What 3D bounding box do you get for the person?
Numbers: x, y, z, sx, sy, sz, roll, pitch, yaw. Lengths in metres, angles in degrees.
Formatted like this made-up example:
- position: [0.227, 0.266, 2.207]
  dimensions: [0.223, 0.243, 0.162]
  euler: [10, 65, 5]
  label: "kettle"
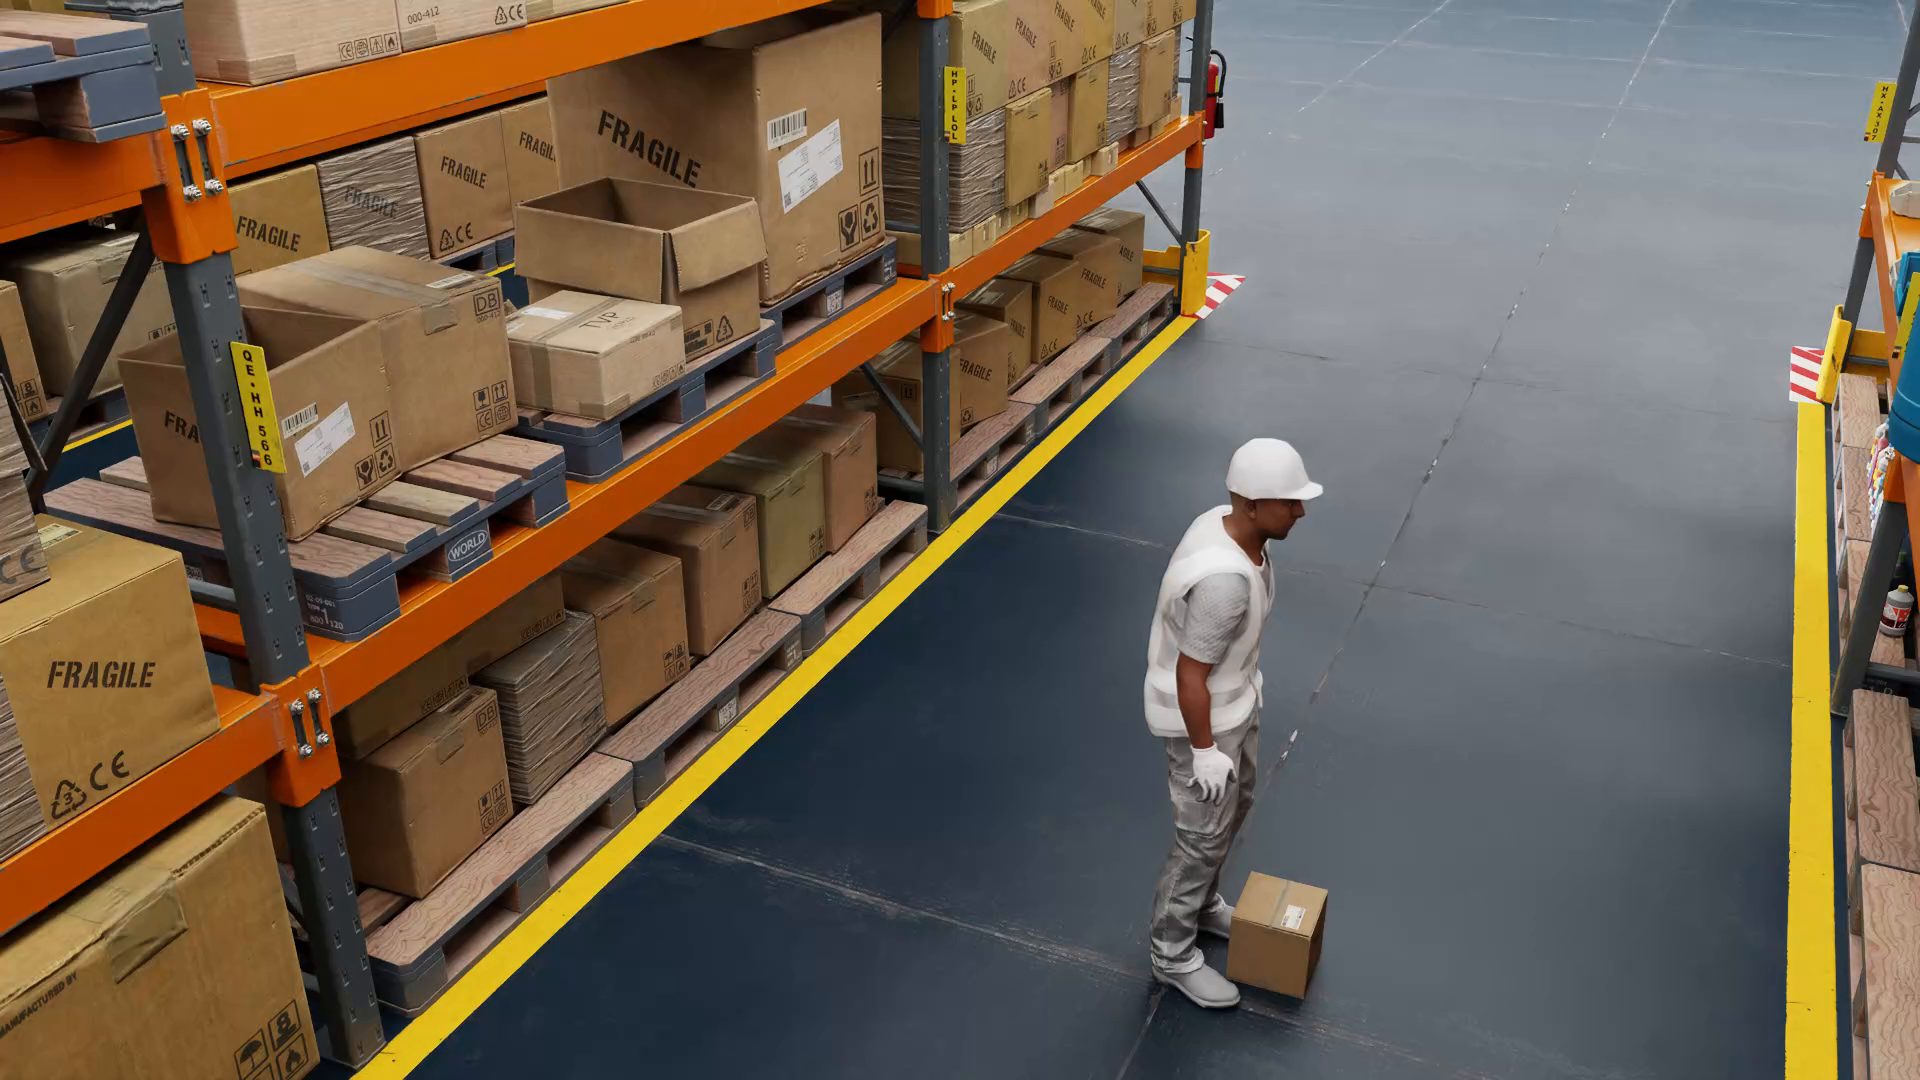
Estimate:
- position: [0.791, 0.524, 5.022]
  dimensions: [0.452, 1.772, 0.625]
  euler: [9, 27, 19]
  label: "person"
